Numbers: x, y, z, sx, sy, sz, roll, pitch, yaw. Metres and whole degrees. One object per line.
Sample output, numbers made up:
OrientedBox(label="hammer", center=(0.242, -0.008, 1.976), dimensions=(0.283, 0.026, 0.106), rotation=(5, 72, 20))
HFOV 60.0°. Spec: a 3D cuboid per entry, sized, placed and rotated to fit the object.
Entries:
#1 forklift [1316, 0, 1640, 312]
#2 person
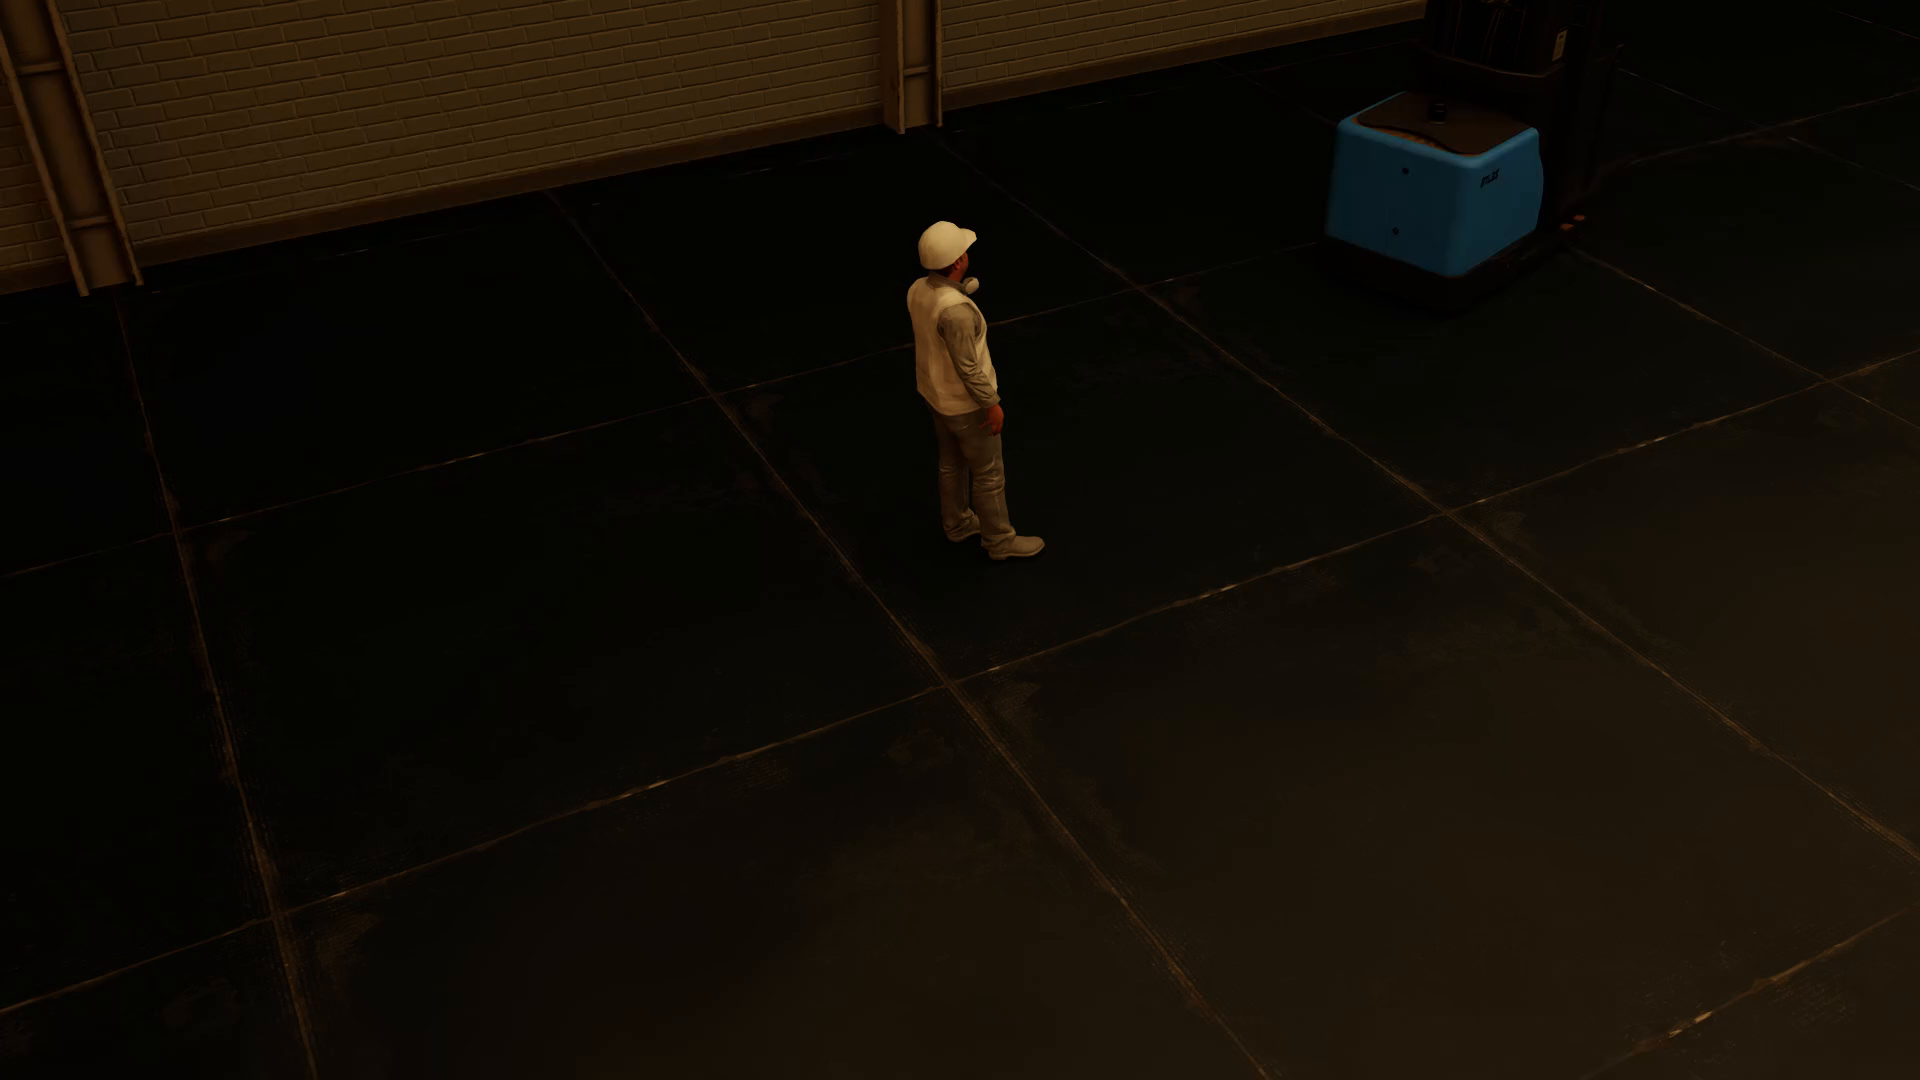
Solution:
OrientedBox(label="forklift", center=(3.773, -3.407, 10.944), dimensions=(1.130, 2.935, 3.031), rotation=(29, 44, 34))
OrientedBox(label="person", center=(0.058, -0.743, 8.164), dimensions=(0.568, 1.773, 0.632), rotation=(-17, 39, -23))
